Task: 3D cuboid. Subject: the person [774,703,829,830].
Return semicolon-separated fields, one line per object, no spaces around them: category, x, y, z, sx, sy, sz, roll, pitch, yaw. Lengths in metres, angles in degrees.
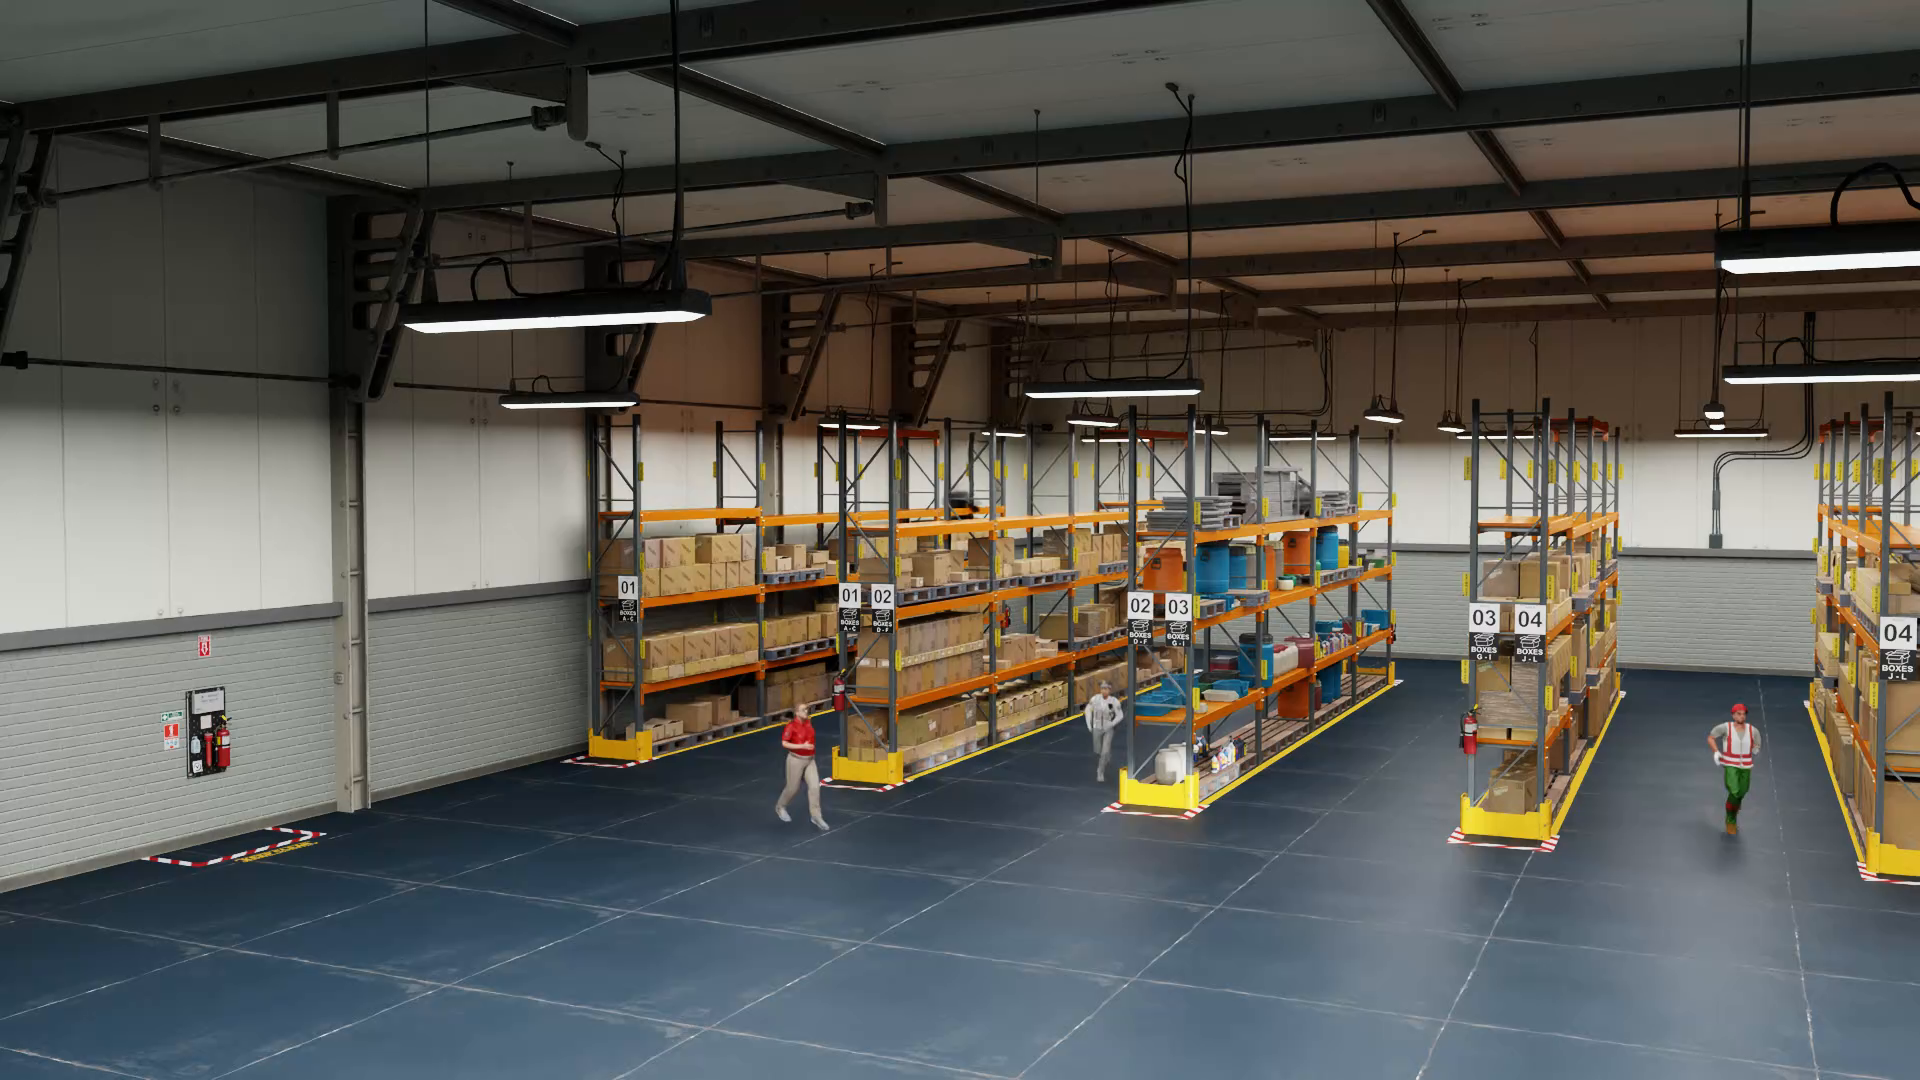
person;-2.258;3.164;23.404;0.944;1.750;0.658;2;3;44

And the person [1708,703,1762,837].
person;10.738;3.170;22.962;0.632;1.830;0.754;0;2;4

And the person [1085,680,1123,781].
person;2.350;3.086;27.122;0.641;1.654;0.661;1;2;18
